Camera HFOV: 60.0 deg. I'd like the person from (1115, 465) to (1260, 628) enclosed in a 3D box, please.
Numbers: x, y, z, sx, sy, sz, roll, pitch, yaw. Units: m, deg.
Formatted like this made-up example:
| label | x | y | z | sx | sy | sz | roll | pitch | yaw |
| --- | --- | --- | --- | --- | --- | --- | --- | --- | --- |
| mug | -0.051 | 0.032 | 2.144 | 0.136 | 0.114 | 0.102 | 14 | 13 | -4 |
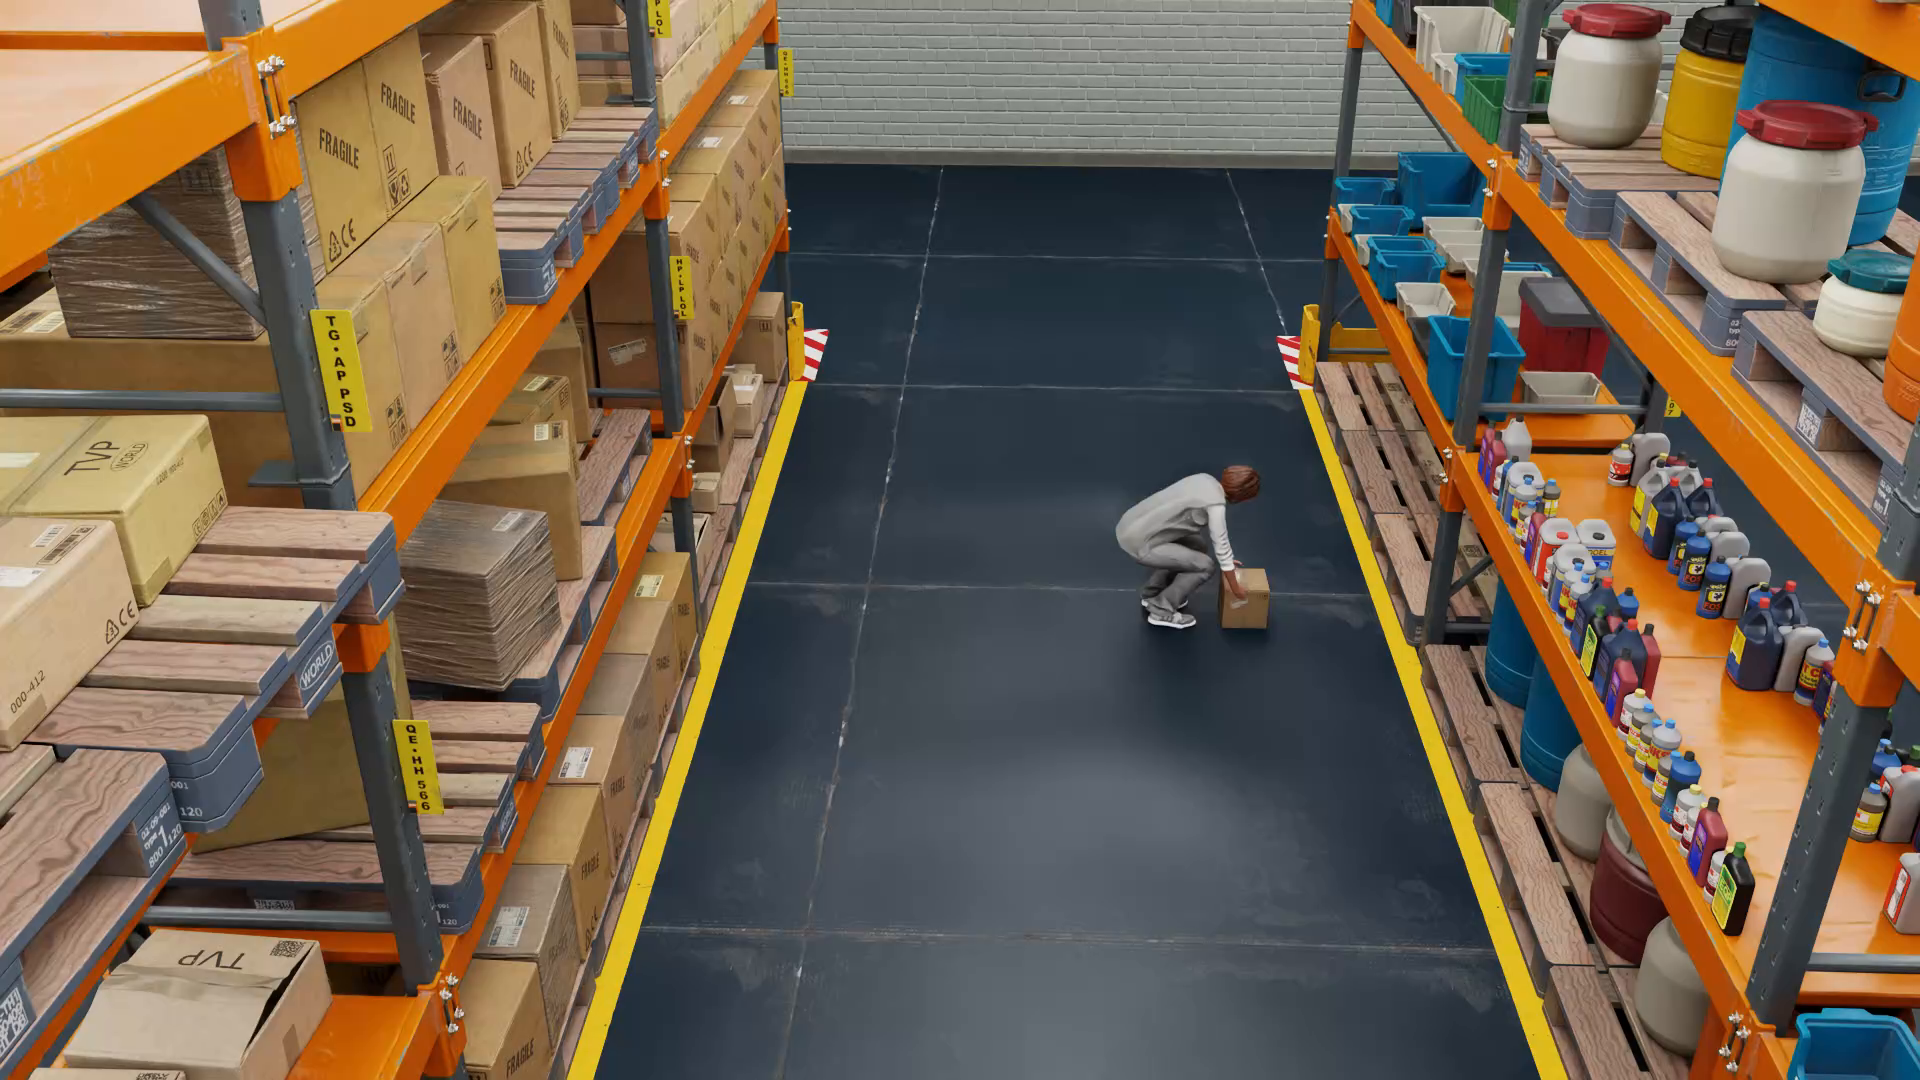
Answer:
| label | x | y | z | sx | sy | sz | roll | pitch | yaw |
| --- | --- | --- | --- | --- | --- | --- | --- | --- | --- |
| person | 1.260 | 0.014 | 9.314 | 0.787 | 0.928 | 0.445 | 1 | 28 | 2 |
